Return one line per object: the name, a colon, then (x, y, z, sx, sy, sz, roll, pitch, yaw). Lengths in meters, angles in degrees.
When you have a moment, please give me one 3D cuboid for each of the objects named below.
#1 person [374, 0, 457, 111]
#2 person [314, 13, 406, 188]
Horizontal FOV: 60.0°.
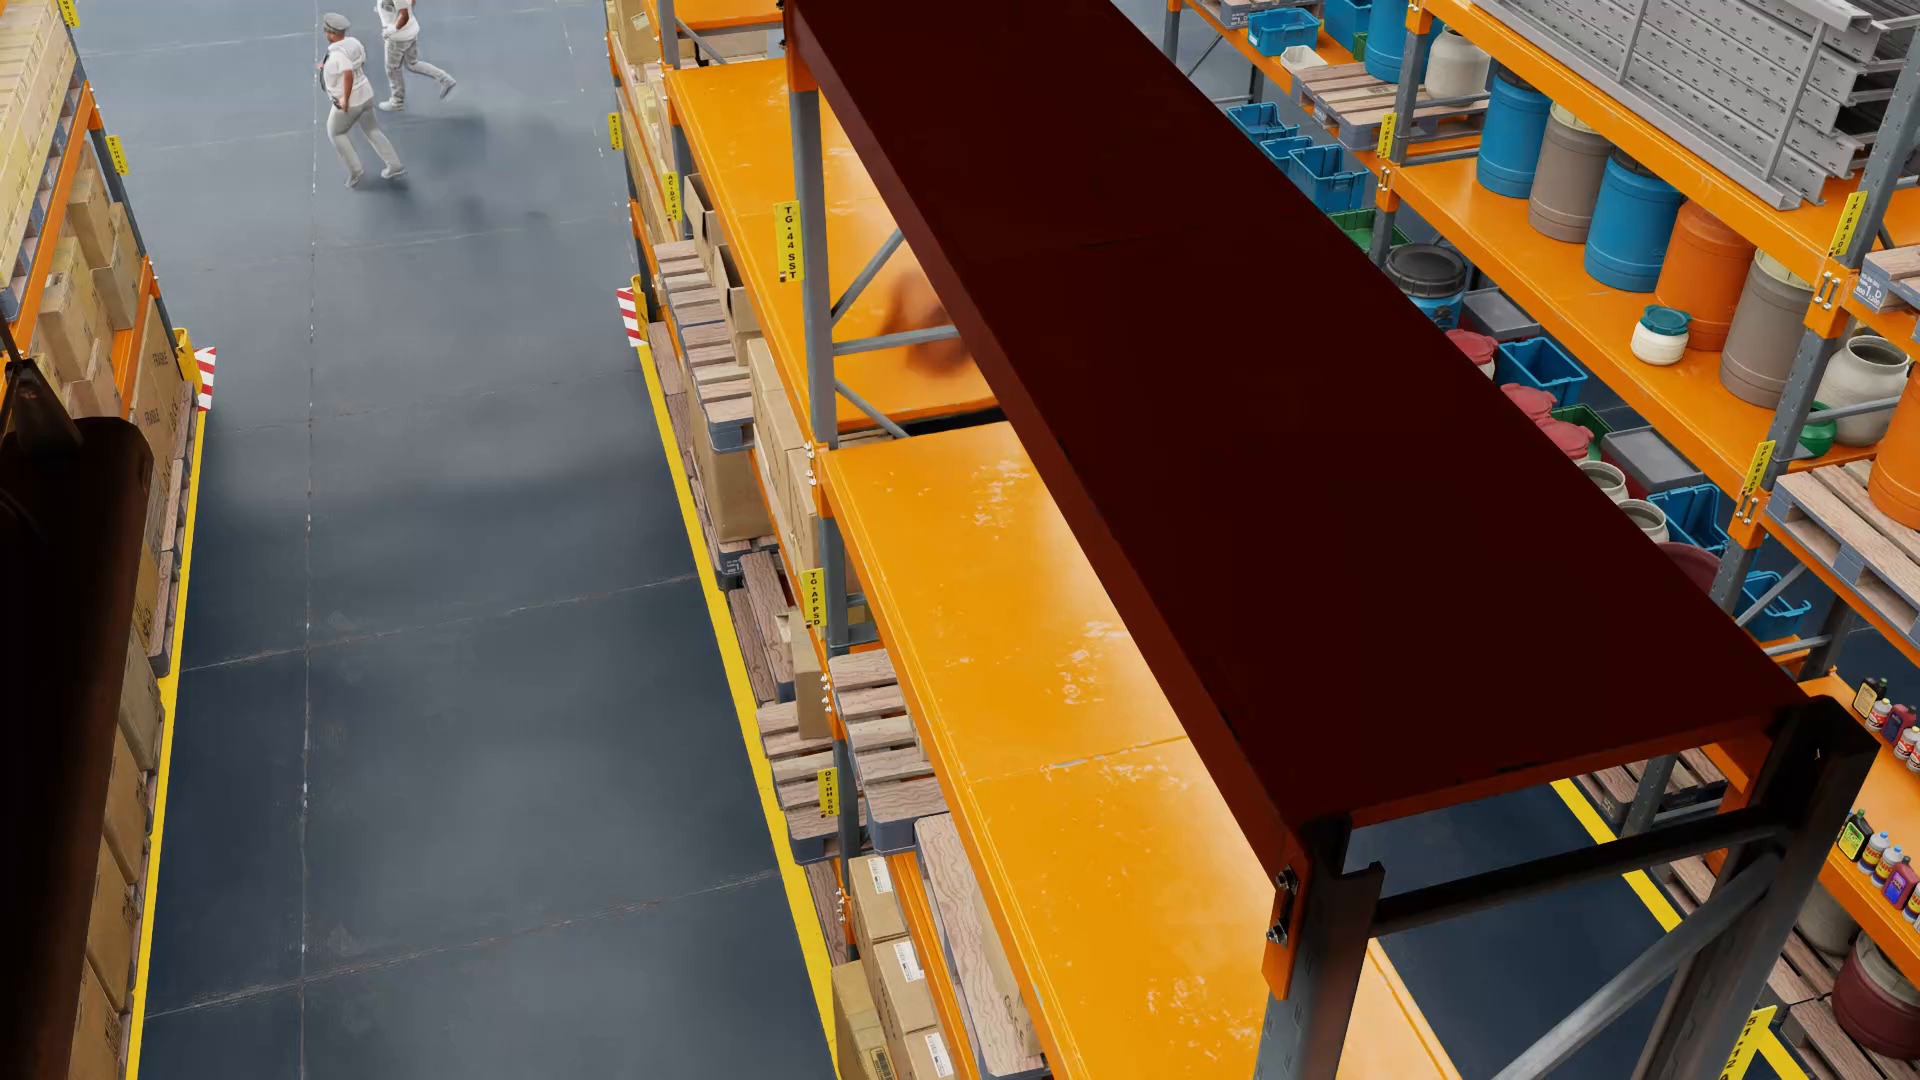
person: (-6.178, -5.609, 18.463, 0.940, 1.768, 0.682, 3, 39, 4)
person: (-6.223, -4.484, 17.077, 0.778, 1.854, 0.674, 11, 40, 13)
